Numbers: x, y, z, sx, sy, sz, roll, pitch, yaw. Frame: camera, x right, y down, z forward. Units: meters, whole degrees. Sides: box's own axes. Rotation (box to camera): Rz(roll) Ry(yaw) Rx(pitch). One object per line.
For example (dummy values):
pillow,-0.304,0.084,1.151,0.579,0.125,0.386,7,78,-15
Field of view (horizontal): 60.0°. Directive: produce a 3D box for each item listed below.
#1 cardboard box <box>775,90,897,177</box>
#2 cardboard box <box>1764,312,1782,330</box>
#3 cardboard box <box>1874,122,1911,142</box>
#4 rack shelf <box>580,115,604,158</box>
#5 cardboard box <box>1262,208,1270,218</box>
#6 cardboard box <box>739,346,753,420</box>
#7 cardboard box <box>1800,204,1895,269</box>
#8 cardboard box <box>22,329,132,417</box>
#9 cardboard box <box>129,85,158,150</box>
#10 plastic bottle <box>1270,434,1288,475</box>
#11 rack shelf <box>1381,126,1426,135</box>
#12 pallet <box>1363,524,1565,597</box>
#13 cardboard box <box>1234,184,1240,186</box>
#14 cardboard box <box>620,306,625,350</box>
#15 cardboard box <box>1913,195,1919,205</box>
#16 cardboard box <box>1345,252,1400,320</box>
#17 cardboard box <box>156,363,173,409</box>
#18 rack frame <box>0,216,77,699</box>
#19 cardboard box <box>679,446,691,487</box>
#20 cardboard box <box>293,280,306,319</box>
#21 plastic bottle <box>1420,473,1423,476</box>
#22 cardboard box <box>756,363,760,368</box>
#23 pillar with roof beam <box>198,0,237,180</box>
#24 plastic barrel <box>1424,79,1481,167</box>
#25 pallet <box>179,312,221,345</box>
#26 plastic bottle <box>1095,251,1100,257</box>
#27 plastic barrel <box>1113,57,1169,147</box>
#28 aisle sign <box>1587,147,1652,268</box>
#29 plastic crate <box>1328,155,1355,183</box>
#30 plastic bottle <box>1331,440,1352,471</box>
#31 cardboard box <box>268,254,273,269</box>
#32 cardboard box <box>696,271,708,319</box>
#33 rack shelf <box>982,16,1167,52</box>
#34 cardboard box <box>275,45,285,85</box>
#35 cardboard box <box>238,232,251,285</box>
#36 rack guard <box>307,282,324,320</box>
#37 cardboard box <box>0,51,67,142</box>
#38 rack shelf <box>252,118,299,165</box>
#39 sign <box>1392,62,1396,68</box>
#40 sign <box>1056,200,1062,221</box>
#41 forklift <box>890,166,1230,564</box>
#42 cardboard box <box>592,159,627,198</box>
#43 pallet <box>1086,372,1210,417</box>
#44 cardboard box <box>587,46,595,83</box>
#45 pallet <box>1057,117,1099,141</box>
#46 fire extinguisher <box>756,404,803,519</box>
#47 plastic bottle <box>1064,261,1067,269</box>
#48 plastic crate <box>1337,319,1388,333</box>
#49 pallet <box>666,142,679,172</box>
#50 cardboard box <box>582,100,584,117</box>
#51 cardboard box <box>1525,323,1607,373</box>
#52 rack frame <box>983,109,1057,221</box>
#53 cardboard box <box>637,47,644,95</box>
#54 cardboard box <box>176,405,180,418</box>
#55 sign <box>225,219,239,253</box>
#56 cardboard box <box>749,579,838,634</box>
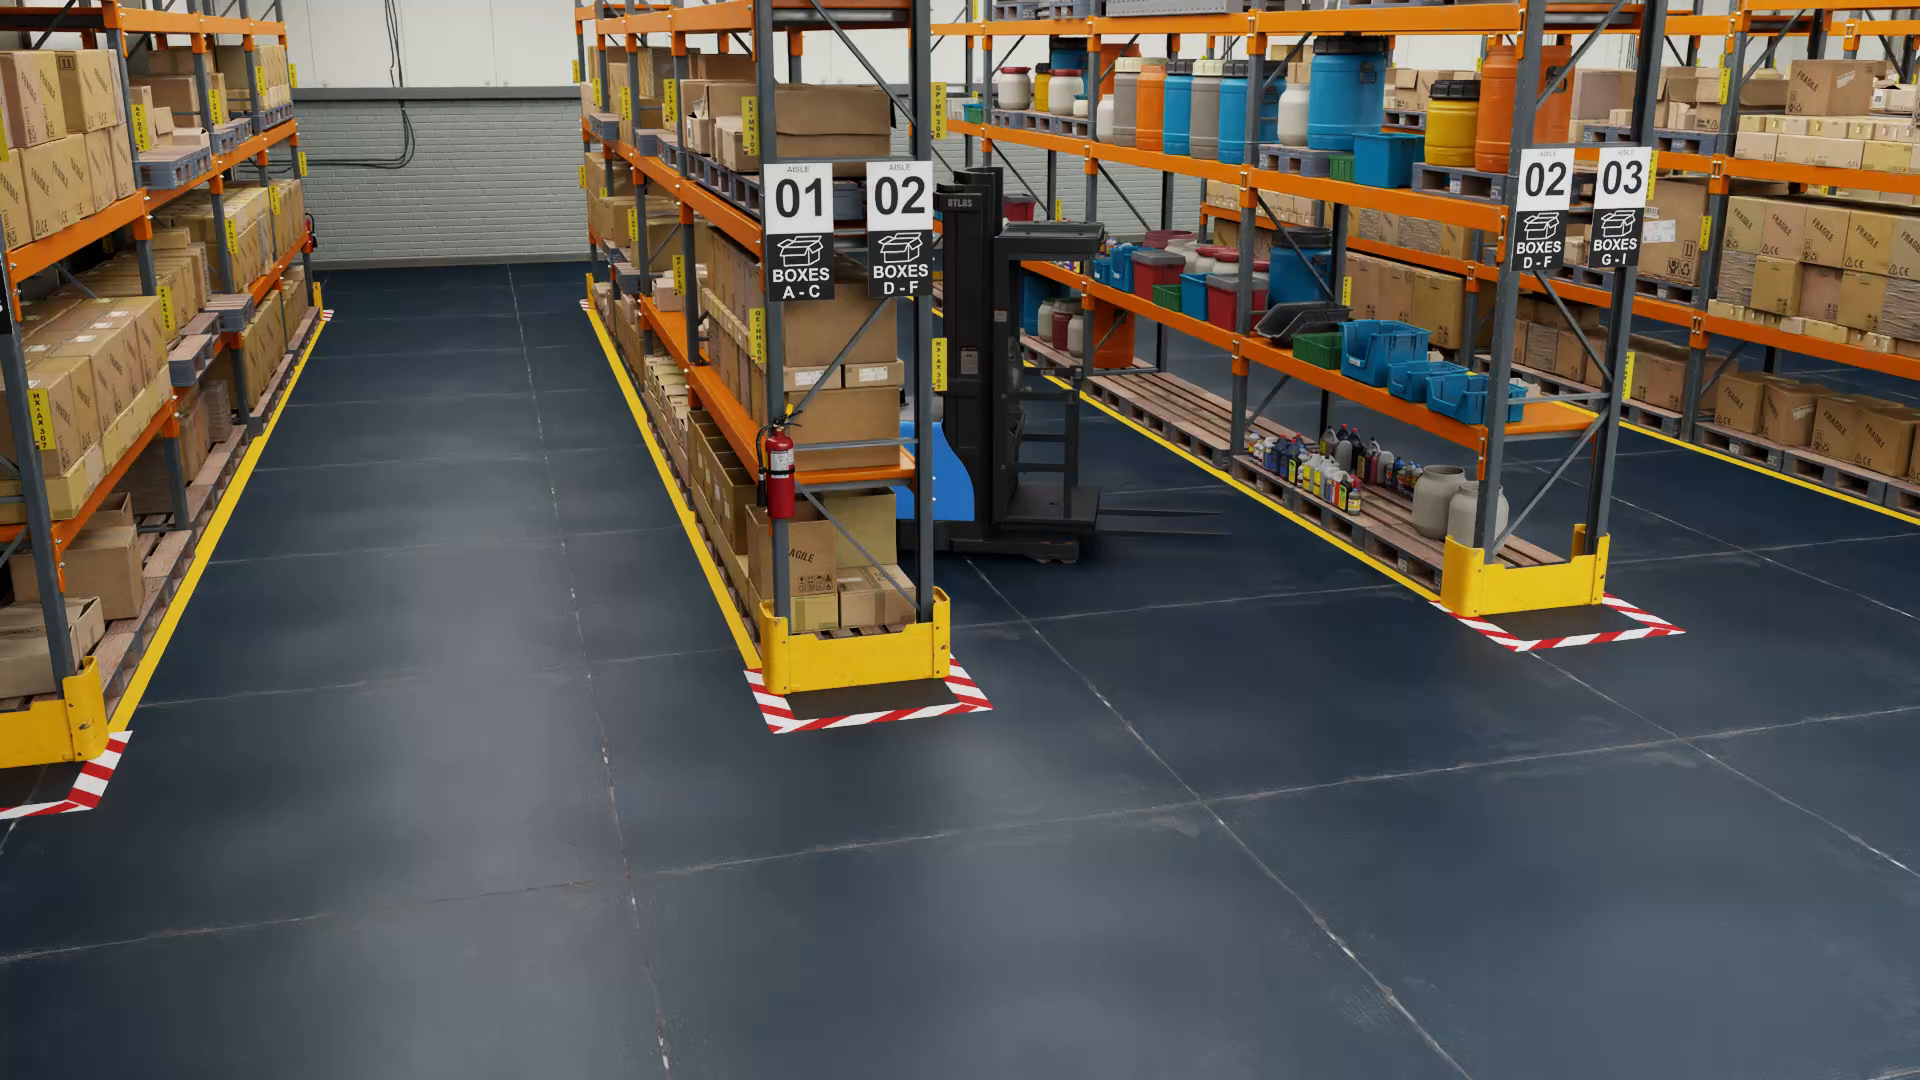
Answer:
cardboard box,-0.818,-2.491,10.164,0.797,0.503,0.637,-3,17,-11
cardboard box,7.761,-2.057,15.523,0.380,0.149,0.250,-5,17,-15
cardboard box,8.053,-3.481,14.181,0.380,0.149,0.250,-4,17,-14
rack shelf,-4.512,-5.542,22.725,1.077,0.370,4.000,-5,17,-15
cardboard box,4.811,-4.973,25.229,0.380,0.149,0.250,-5,17,-16
cardboard box,-1.209,-1.184,12.004,0.700,0.500,0.500,-4,17,-14
cardboard box,7.917,-2.714,14.845,0.500,0.500,0.500,-5,17,-15
cardboard box,-5.684,-1.060,10.690,0.500,0.500,0.500,-4,17,-14
cardboard box,-6.938,-3.476,13.691,0.500,0.500,0.500,-5,18,-17
plastic bottle,2.823,-0.761,14.610,0.144,0.351,0.185,-4,17,-14
rack shelf,6.113,-5.218,21.645,1.077,0.370,4.000,-5,17,-15
pallet,3.815,0.125,12.669,1.003,0.211,1.213,-5,17,-15
cardboard box,4.622,-5.780,25.920,0.500,0.500,0.500,-5,17,-17
cardboard box,-3.906,-2.611,20.509,0.500,0.500,0.500,-4,17,-14
cardboard box,11.857,-4.057,19.832,0.700,0.500,0.500,-5,17,-16
cardboard box,6.005,-3.440,22.653,1.225,0.875,0.875,-5,18,-17
cardboard box,-6.104,-1.122,12.199,0.500,0.250,0.500,-5,17,-15
rack frame,-5.426,-0.185,8.854,1.000,3.000,0.127,-5,17,-15
cardboard box,-2.156,-0.660,14.485,0.500,0.250,0.500,-5,17,-16
cardboard box,-9.397,-3.290,22.807,0.700,0.500,0.500,-5,17,-15
plastic bottle,3.856,-0.468,13.753,0.061,0.283,0.133,-4,17,-14
cardboard box,-1.163,-1.240,11.063,0.380,0.149,0.250,-4,17,-15
pillar with roof beam,-7.258,-8.503,26.116,9.100,9.000,0.400,-5,17,-15
plastic barrel,3.664,-3.001,11.958,0.600,0.588,0.600,0,17,0
pallet,-7.042,-1.762,14.436,1.003,0.211,1.213,-5,17,-15
plastic bottle,1.711,-3.650,20.606,0.152,0.276,0.135,-5,17,-15
plastic barrel,1.918,-4.613,17.511,0.600,0.901,0.600,0,17,0
aisle sign,4.401,-2.216,11.098,0.394,0.787,0.004,-5,17,-15
plastic crate,3.172,-2.952,13.219,0.336,0.188,0.450,-5,17,-15
plastic bottle,3.371,-0.754,14.717,0.152,0.276,0.135,-5,17,-15
cardboard box,-8.267,-3.254,19.474,0.380,0.149,0.250,-4,17,-14
cardboard box,-2.242,-2.230,15.488,0.500,0.500,0.500,-5,17,-15
rack shelf,1.351,-6.071,19.968,1.077,0.370,4.000,-5,17,-15
cardboard box,-9.233,-6.263,21.929,0.500,0.500,0.500,-4,17,-14
cardboard box,-7.647,-2.898,17.160,0.500,0.500,0.500,-4,17,-13
rack guard,-9.830,-3.420,23.969,1.175,0.500,0.348,-5,17,-15
cardboard box,-5.540,-2.567,9.624,0.500,0.500,0.500,-4,17,-14
rack shelf,-9.274,-5.149,21.417,1.077,0.370,4.000,-5,17,-15
sign,6.083,-6.560,23.415,0.100,0.325,0.005,-5,17,-15
sign,1.331,-4.463,22.614,0.100,0.325,0.005,-5,17,-15
forklift,0.620,-1.382,12.959,3.031,2.935,1.130,2,17,7
cardboard box,-4.769,-4.963,22.849,0.500,0.500,0.500,-5,17,-16
pallet,2.076,-1.628,18.505,1.003,0.211,1.213,-5,17,-15
cardboard box,-4.849,-6.681,23.353,0.700,0.500,0.500,-5,17,-15
pallet,1.784,-4.746,19.154,1.003,0.211,1.213,-5,17,-15
fire extinguisher,-1.079,-0.471,9.941,0.296,0.674,0.183,-5,17,-15
plastic bottle,1.275,-3.288,19.530,0.097,0.201,0.097,0,17,0
plastic crate,3.565,-1.719,14.218,0.499,0.251,0.616,-5,17,-15
pallet,-2.019,-3.272,14.249,0.805,0.209,1.217,-5,18,-17
cardboard box,-5.165,-6.206,23.944,0.500,0.250,0.500,-5,17,-15
cardboard box,7.031,-2.250,19.309,0.700,0.500,0.500,-6,18,-20
rack frame,0.801,-4.287,22.511,1.000,3.000,0.127,-5,17,-15
cardboard box,-3.257,-5.157,18.280,0.500,0.500,0.500,-5,17,-15
cardboard box,-7.015,-1.131,14.282,0.500,0.250,0.500,-5,17,-17
sign,-7.106,-2.960,16.217,0.100,0.325,0.005,-5,17,-15
cardboard box,-1.096,0.413,10.912,0.500,0.250,0.500,-5,17,-15
